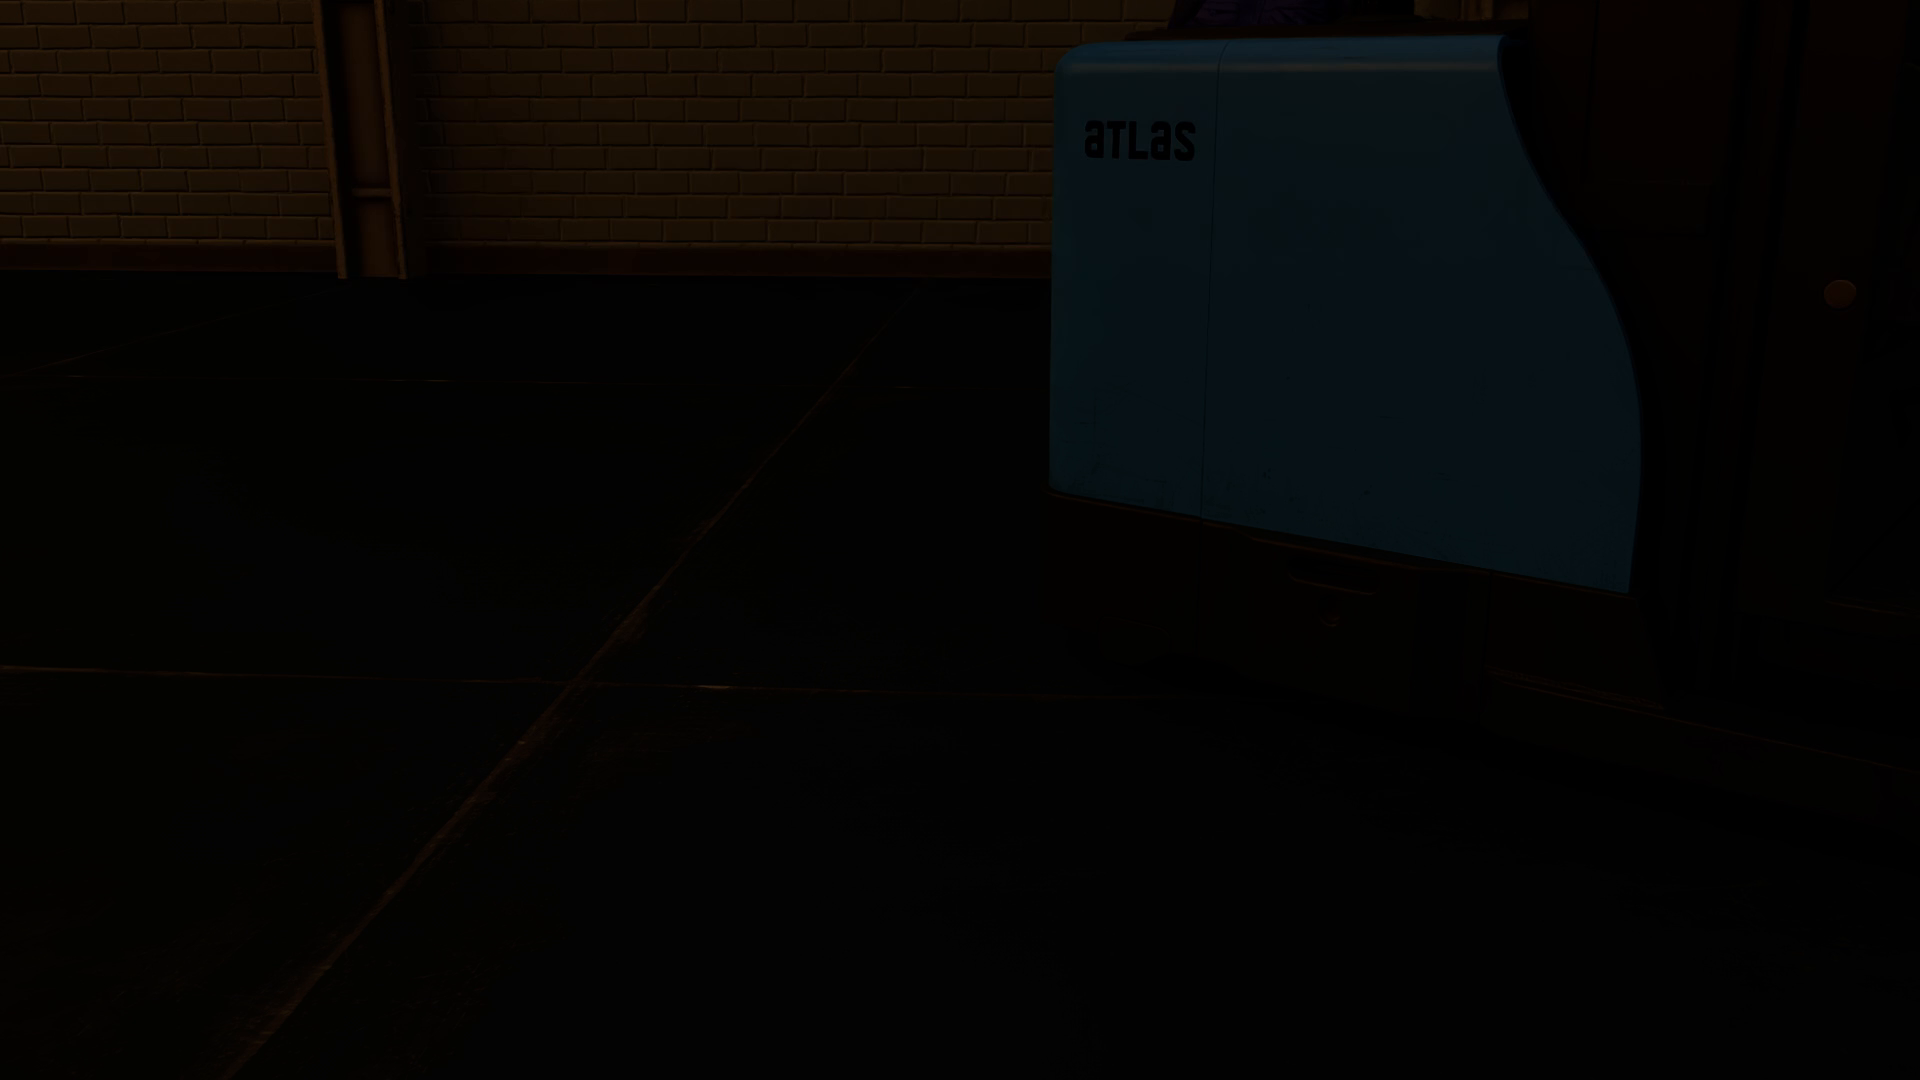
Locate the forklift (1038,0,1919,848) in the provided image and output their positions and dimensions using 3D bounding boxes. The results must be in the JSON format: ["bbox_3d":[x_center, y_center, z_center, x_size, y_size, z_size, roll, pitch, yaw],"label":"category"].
[{"bbox_3d":[1.614,-1.069,2.156,3.031,2.935,1.130,12,19,37],"label":"forklift"}]

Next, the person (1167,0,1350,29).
[{"bbox_3d":[0.734,-0.877,4.058,0.818,1.599,0.472,8,17,27],"label":"person"}]
